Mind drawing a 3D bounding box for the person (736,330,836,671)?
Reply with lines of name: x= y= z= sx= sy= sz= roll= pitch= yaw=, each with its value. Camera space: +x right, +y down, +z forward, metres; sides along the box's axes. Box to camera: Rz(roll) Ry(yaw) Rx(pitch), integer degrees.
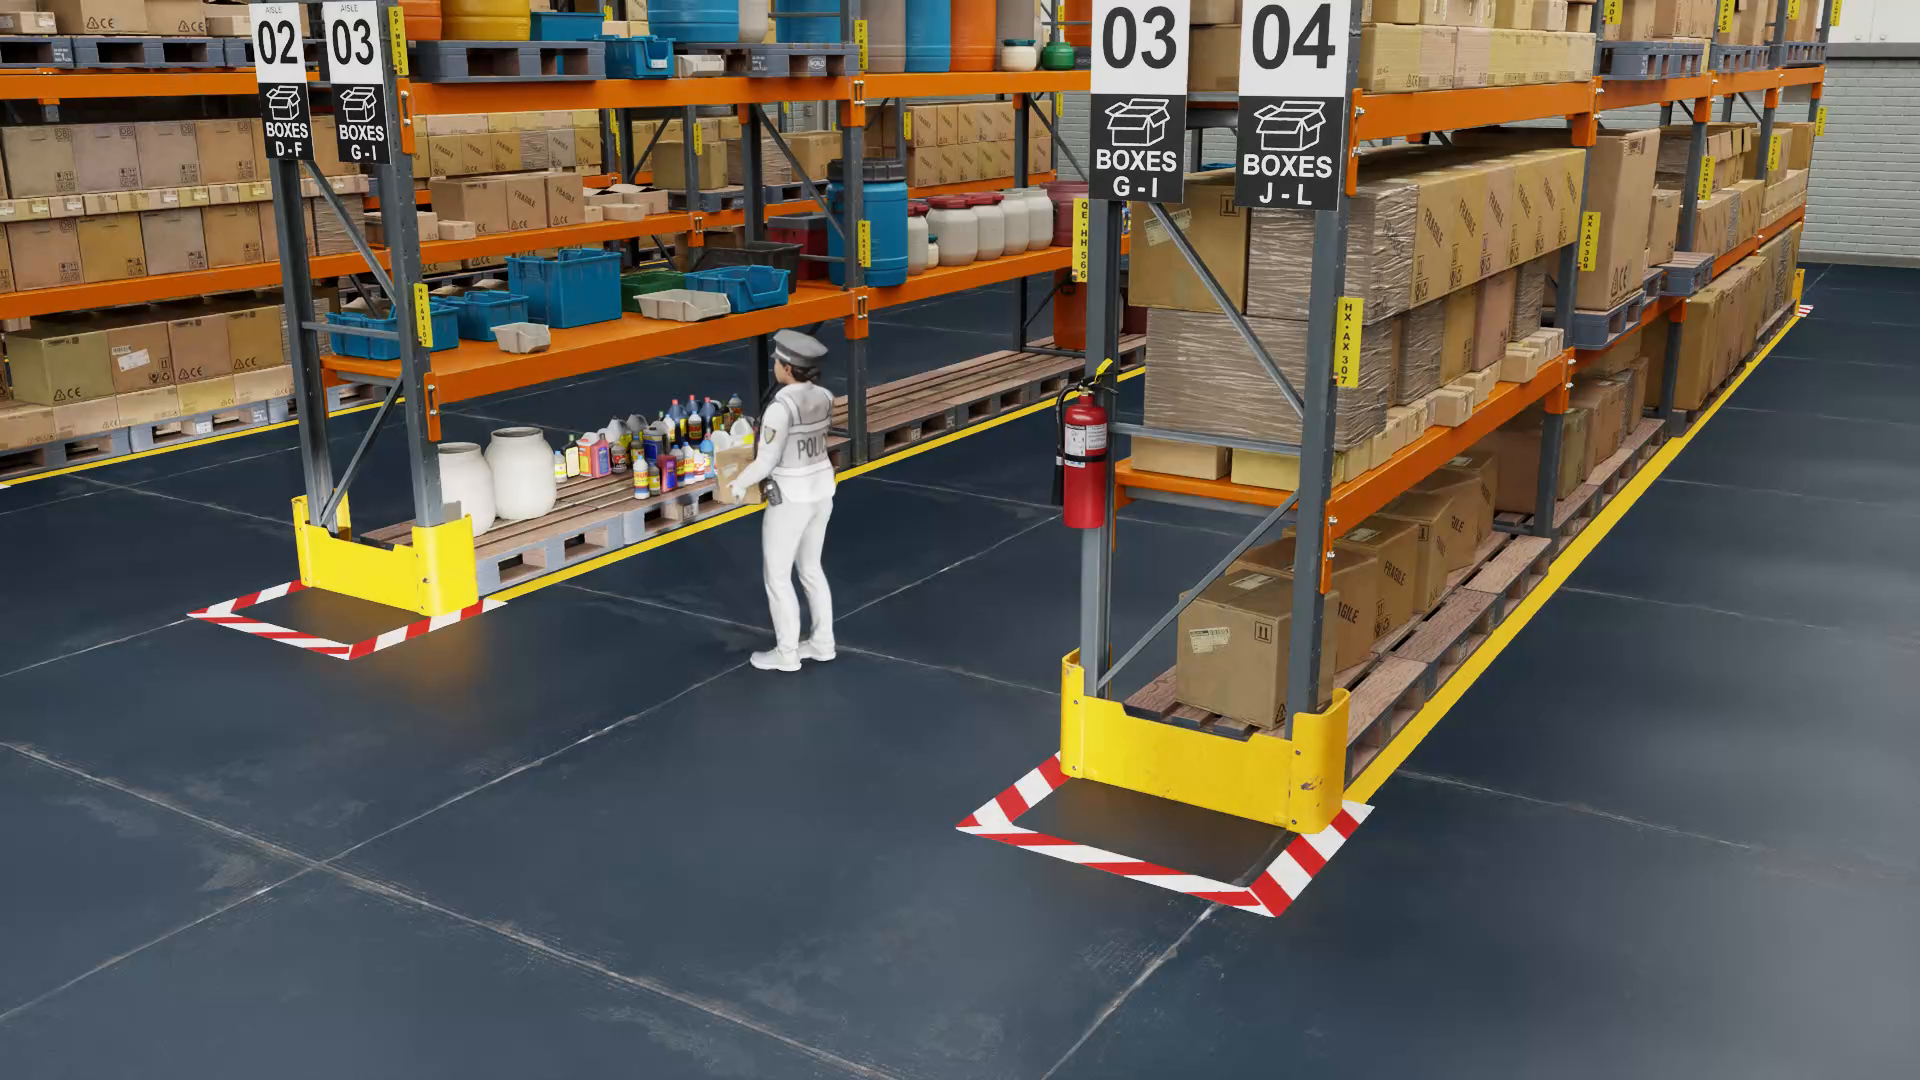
person: x=-0.841 y=-0.189 z=8.131 sx=0.437 sy=1.687 sz=0.497 roll=9 pitch=19 yaw=29
